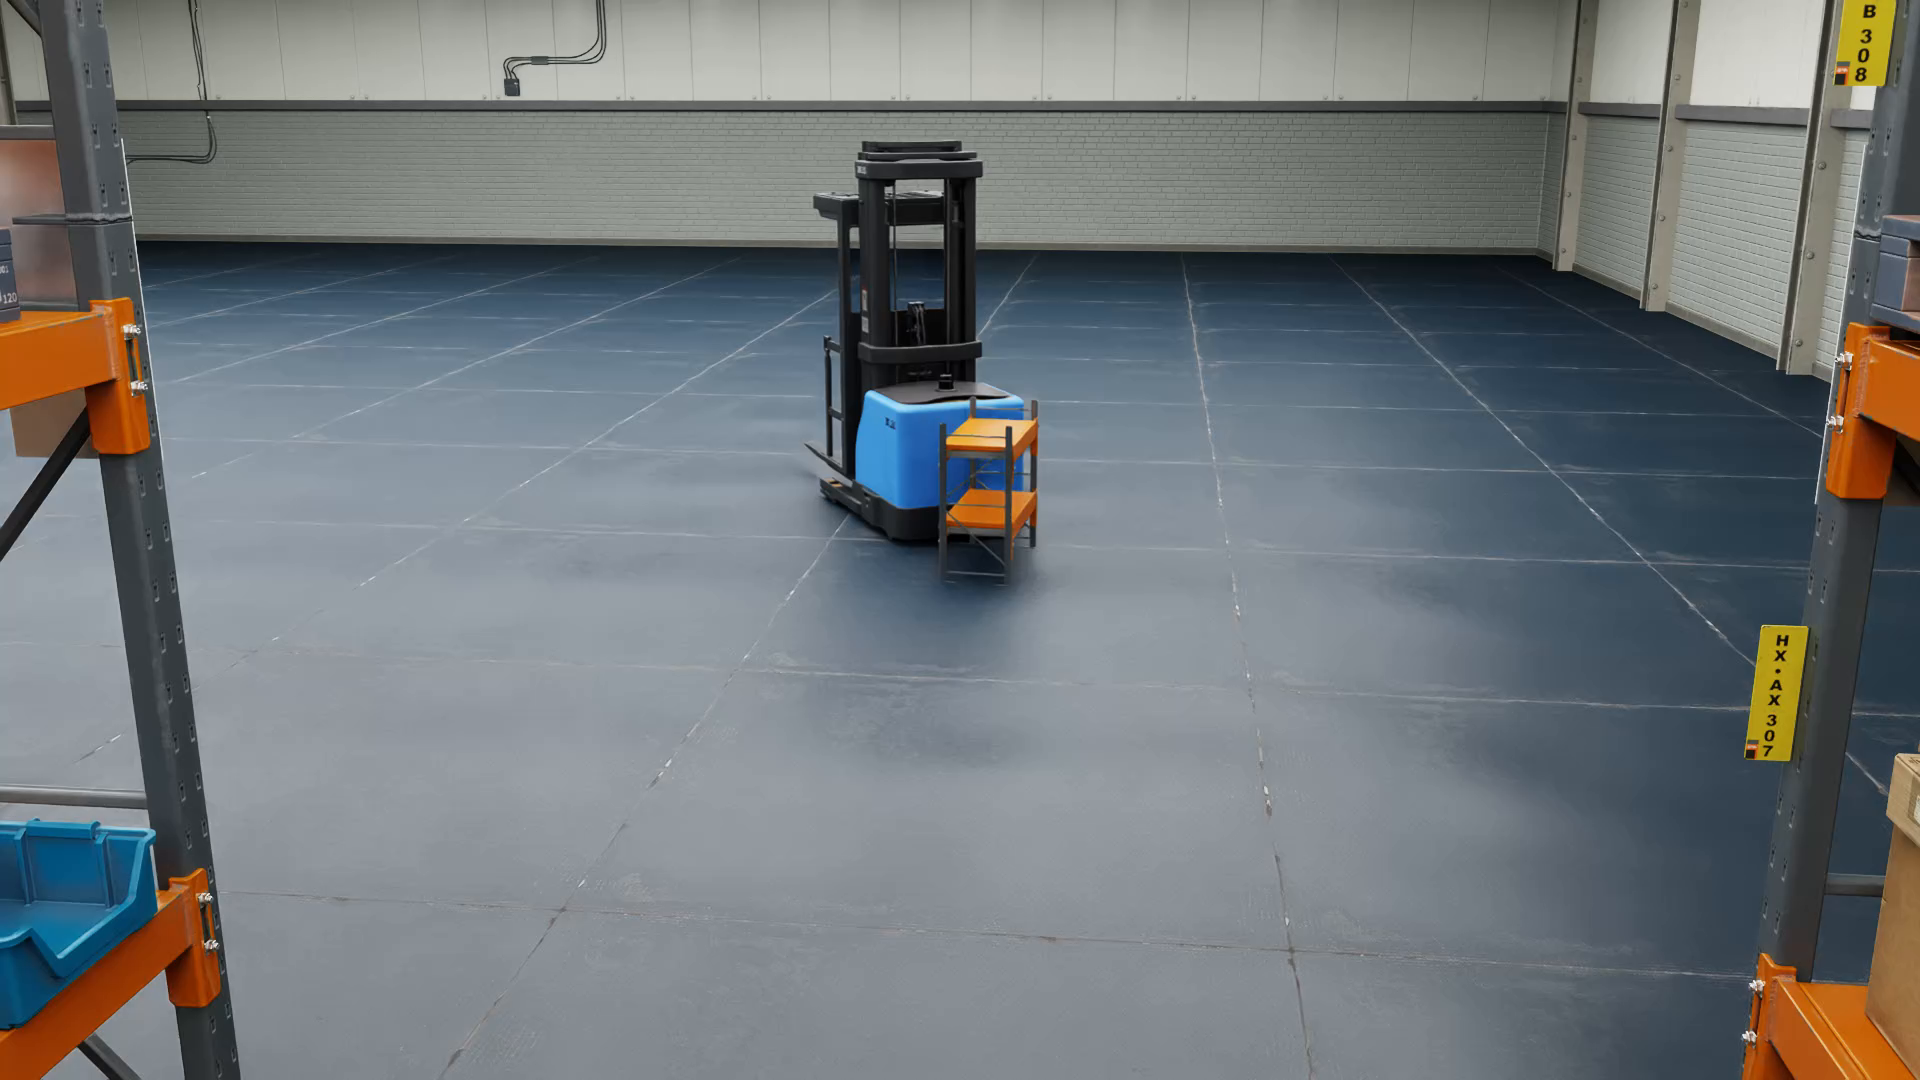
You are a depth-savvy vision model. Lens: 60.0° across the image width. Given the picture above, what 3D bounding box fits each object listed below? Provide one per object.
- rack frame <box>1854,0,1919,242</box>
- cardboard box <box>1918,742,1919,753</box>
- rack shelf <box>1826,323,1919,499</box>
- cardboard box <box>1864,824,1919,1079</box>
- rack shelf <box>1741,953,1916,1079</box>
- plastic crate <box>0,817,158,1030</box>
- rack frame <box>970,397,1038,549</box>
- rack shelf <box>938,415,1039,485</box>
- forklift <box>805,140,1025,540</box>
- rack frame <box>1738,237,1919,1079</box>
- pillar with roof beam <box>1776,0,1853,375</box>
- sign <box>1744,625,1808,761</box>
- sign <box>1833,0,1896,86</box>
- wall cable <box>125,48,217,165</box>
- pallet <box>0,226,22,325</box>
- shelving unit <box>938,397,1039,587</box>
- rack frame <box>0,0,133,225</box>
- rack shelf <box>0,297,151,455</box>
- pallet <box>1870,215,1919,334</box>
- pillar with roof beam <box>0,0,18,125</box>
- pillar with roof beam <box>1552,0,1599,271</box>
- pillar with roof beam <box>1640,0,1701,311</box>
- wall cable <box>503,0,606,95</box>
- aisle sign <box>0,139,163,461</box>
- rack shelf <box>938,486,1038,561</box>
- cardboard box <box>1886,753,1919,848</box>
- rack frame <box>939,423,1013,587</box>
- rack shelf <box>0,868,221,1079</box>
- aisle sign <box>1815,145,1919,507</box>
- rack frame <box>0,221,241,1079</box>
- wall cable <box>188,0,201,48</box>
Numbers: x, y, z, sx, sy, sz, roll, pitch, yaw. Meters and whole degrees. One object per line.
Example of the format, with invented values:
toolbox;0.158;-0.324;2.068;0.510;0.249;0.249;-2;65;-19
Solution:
rack frame;2.417;-2.070;3.079;1.000;3.000;0.127;2;15;6
cardboard box;2.346;0.286;3.182;0.700;0.500;0.500;2;15;6
rack shelf;2.192;0.244;1.646;1.077;0.370;4.000;2;15;6
cardboard box;2.352;0.898;3.402;0.700;0.500;0.500;2;15;6
rack shelf;2.192;1.692;2.037;1.077;0.370;4.000;2;15;6
plastic crate;-2.263;0.889;3.912;0.499;0.251;0.616;2;15;6
rack frame;0.320;-0.493;12.332;0.500;1.125;0.032;3;15;12
rack shelf;0.214;-0.646;11.776;0.538;0.278;1.000;3;15;12
forklift;-0.527;-1.753;13.529;1.130;2.935;3.031;-6;16;-21
rack frame;2.417;0.826;3.862;1.000;3.000;0.127;2;15;6
pillar with roof beam;5.874;-6.514;19.511;9.100;9.000;0.400;2;15;6
sign;1.867;0.352;3.804;0.100;0.325;0.005;2;15;6
sign;1.867;-1.100;3.412;0.100;0.325;0.005;2;15;6
wall cable;-18.147;-9.653;37.070;3.097;2.526;0.112;2;15;6
pallet;-2.694;-0.466;3.255;1.003;0.211;1.213;2;15;6
shelving unit;0.214;-0.364;11.852;0.538;1.125;1.048;3;15;12
rack frame;-2.504;-2.217;3.622;1.000;3.000;0.127;2;15;6
rack shelf;-2.729;0.097;2.189;1.077;0.370;4.000;2;15;6
pallet;2.312;-0.397;2.806;1.003;0.211;1.213;2;15;6
pillar with roof beam;-15.516;-10.300;33.514;9.100;9.000;0.400;2;15;6
pillar with roof beam;7.228;-9.626;31.021;9.100;9.000;0.400;2;15;6
pillar with roof beam;6.551;-8.070;25.266;9.100;9.000;0.400;2;15;6
wall cable;-8.716;-12.510;35.172;2.305;6.003;0.169;2;15;6
aisle sign;-2.201;-0.586;4.102;0.394;0.787;0.004;2;15;6
rack shelf;0.214;-0.128;11.916;0.538;0.278;1.000;3;15;12
cardboard box;2.159;0.560;3.411;0.380;0.149;0.250;2;15;6
rack frame;0.107;-0.234;11.372;0.500;1.125;0.032;3;15;12
rack shelf;-2.729;1.545;2.580;1.077;0.370;4.000;2;15;6
aisle sign;2.121;-0.455;3.619;0.394;0.787;0.004;2;15;6
rack frame;-2.504;0.679;4.405;1.000;3.000;0.127;2;15;6
wall cable;-15.459;-12.011;36.116;3.097;2.526;0.112;2;15;6
